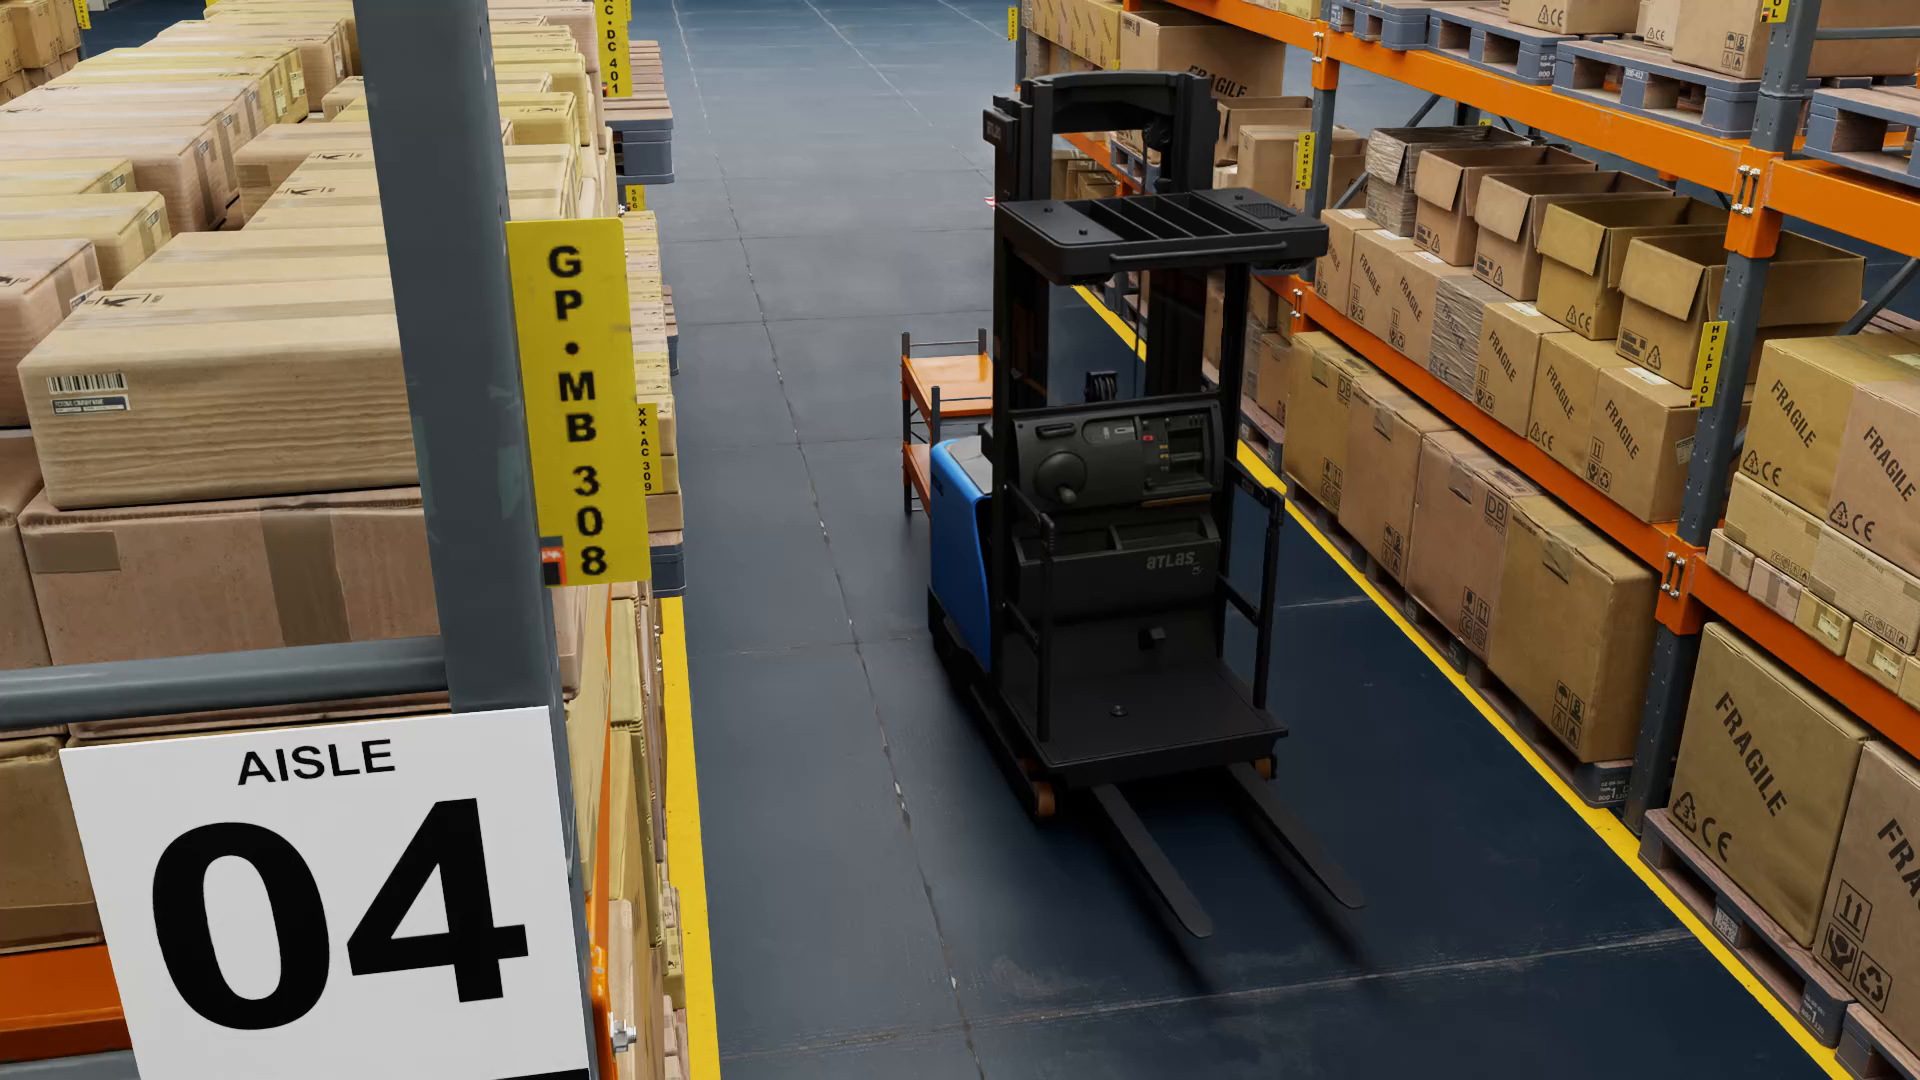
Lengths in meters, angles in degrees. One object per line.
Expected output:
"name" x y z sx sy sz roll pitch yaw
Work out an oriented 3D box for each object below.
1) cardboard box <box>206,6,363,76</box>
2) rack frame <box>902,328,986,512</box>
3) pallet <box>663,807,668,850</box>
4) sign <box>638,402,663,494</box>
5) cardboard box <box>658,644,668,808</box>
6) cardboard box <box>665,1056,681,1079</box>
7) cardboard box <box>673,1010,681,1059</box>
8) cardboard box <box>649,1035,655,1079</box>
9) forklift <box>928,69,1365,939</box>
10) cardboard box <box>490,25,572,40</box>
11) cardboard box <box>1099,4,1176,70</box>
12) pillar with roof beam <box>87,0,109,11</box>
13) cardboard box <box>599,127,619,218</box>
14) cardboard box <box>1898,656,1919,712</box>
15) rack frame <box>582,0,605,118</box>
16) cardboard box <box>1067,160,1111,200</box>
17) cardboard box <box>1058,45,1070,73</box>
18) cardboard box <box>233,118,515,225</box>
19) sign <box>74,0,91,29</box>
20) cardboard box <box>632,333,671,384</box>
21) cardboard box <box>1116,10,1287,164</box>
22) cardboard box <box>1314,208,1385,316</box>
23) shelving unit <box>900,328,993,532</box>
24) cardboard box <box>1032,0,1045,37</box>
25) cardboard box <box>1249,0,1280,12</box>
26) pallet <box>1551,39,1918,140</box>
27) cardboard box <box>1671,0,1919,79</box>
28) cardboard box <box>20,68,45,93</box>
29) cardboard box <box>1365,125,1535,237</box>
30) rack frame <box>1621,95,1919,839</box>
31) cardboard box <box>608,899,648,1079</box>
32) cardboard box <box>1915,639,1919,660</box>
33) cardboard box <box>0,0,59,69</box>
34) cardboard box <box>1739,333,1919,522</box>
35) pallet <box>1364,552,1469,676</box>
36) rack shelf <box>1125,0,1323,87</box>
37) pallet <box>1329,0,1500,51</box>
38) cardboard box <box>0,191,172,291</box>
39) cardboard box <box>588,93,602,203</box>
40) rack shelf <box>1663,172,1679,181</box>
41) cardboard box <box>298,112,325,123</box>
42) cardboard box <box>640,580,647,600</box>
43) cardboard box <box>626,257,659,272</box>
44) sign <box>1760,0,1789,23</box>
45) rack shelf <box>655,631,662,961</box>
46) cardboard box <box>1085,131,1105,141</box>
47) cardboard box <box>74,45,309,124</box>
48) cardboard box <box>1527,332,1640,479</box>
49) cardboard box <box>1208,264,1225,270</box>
"cardboard box" -1.663 -1.250 4.181 0.380 0.149 0.250 -5 24 -10
"rack frame" -0.093 -0.713 9.977 0.500 1.125 0.032 -4 24 -10
"pallet" -1.743 1.103 6.960 1.003 0.211 1.213 -4 24 -10
"sign" -1.066 -0.309 5.627 0.100 0.325 0.005 -4 24 -10
"cardboard box" -1.474 0.774 6.828 0.500 0.500 0.500 -3 24 -8
"cardboard box" -0.963 1.601 4.630 0.380 0.149 0.250 -5 24 -12
"cardboard box" -1.113 1.582 5.417 0.380 0.149 0.250 -5 24 -12
"cardboard box" -0.794 1.117 2.948 0.500 0.500 0.500 -4 24 -10
"forklift" 0.743 -0.337 6.860 1.130 2.935 3.031 -7 24 -15
"cardboard box" -1.071 -1.074 3.778 0.380 0.149 0.250 -5 24 -12
"cardboard box" 1.462 -4.140 13.735 0.500 0.500 0.500 -4 24 -10
"pillar with roof beam" -14.505 -15.981 35.098 9.100 9.000 0.400 -4 24 -10
"cardboard box" -1.242 -1.001 4.735 0.500 0.250 0.500 -4 24 -9
"cardboard box" 3.219 0.471 5.238 0.380 0.149 0.250 -5 24 -10
"rack frame" -1.598 -2.618 4.501 1.000 3.000 0.127 -4 24 -10
"cardboard box" 1.319 -3.483 16.577 0.500 0.500 0.500 2 24 4
"cardboard box" 1.411 -4.492 15.791 0.875 0.500 0.500 -4 24 -10
"cardboard box" -0.898 -0.560 2.602 0.380 0.149 0.250 -4 24 -8
"sign" -8.114 -4.891 15.360 0.100 0.325 0.005 -4 24 -10
"cardboard box" -1.365 -0.716 6.688 0.380 0.149 0.250 -5 24 -10
"cardboard box" 1.825 -3.487 12.712 1.000 1.000 1.000 -4 24 -9
"cardboard box" 2.378 -1.604 9.549 0.500 0.500 0.500 -4 24 -8
"shelving unit" 0.001 -0.513 9.519 0.538 1.125 1.048 -4 24 -10
"cardboard box" 0.996 -5.123 15.985 0.500 0.500 0.500 -4 24 -10
"cardboard box" 2.121 -3.438 10.314 0.500 0.250 0.500 -4 24 -10
"pallet" 3.077 -1.840 6.706 0.805 0.209 1.217 -5 24 -12
"cardboard box" 3.178 -2.036 6.267 0.700 0.500 0.500 -4 24 -8
"cardboard box" -8.115 -3.777 14.154 0.500 0.500 0.500 -4 24 -10
"cardboard box" 2.675 -1.986 9.171 0.797 0.503 0.637 -3 24 -8
"rack frame" 3.295 -0.196 6.451 1.000 3.000 0.127 -4 24 -10
"cardboard box" -0.681 0.868 2.269 0.500 0.500 0.500 -4 24 -10
"cardboard box" 3.313 0.340 5.040 0.500 0.250 0.500 -4 24 -8
"cardboard box" -8.072 -4.246 13.977 0.700 0.500 0.500 -5 24 -10
"cardboard box" 3.132 -0.400 5.797 0.500 0.500 0.500 -4 24 -10
"pallet" 2.849 0.303 8.792 1.003 0.211 1.213 -4 24 -10
"rack shelf" 2.186 -3.601 11.398 1.077 0.370 4.000 -4 24 -10
"pallet" 2.727 -2.808 8.920 1.213 0.211 1.003 -3 24 -7
"cardboard box" -1.206 -0.327 2.068 0.380 0.149 0.250 -5 24 -11
"cardboard box" -1.077 -0.831 3.719 0.500 0.250 0.500 -3 24 -8
"rack shelf" 7.053 -2.593 12.838 1.077 0.370 4.000 -4 24 -10
"cardboard box" -1.578 -0.801 3.652 0.500 0.250 0.500 -4 24 -9
"cardboard box" -1.145 -0.141 4.580 0.500 0.500 0.500 -5 24 -11
"cardboard box" -1.612 -1.231 7.867 0.380 0.149 0.250 -4 24 -10
"sign" 2.764 -1.908 5.583 0.100 0.325 0.005 -4 24 -10
"rack shelf" -1.228 1.248 4.044 1.077 0.370 4.000 -4 24 -10
"cardboard box" 1.307 -3.582 14.518 0.380 0.149 0.250 -4 24 -10
"cardboard box" -1.586 -0.933 3.456 0.380 0.149 0.250 -3 24 -7
"cardboard box" 2.855 -0.601 7.253 0.500 0.500 0.500 -4 24 -8
"cardboard box" 1.978 -1.967 13.079 0.700 0.500 0.500 -4 24 -10
